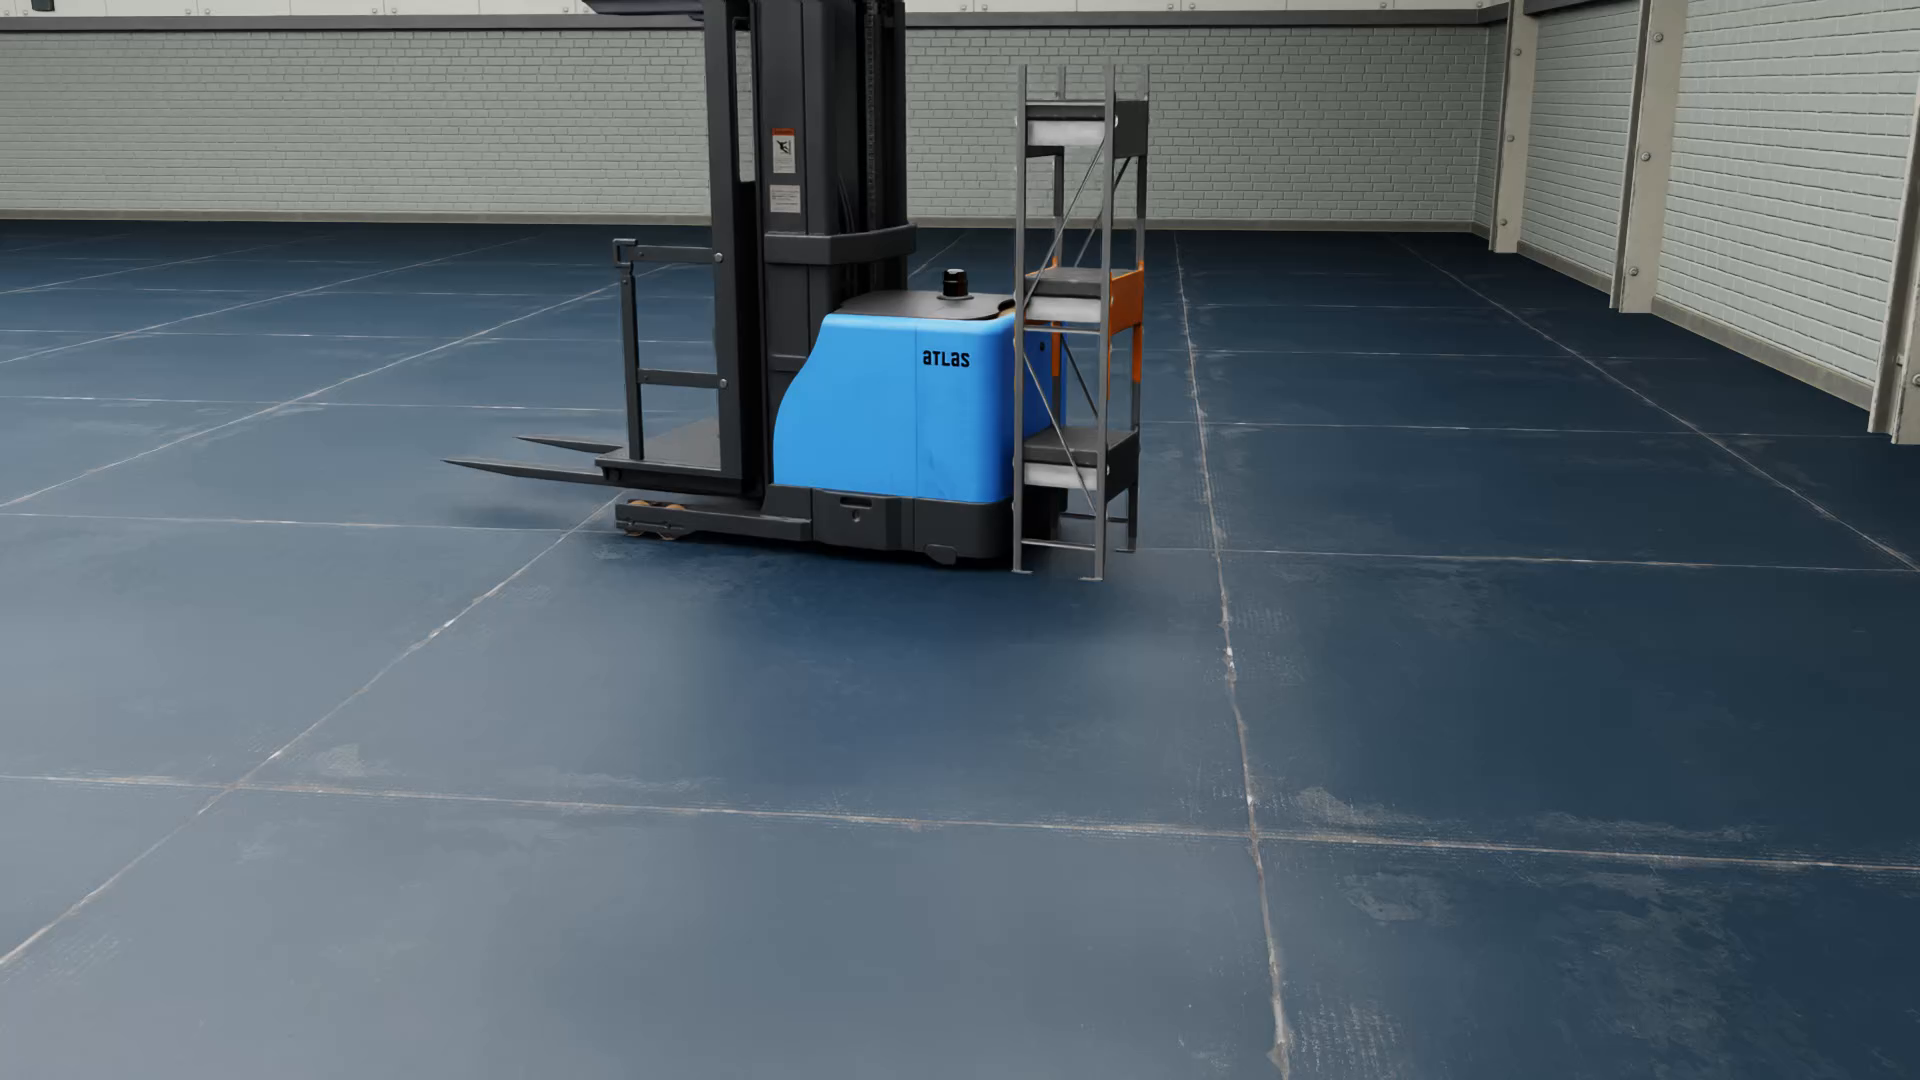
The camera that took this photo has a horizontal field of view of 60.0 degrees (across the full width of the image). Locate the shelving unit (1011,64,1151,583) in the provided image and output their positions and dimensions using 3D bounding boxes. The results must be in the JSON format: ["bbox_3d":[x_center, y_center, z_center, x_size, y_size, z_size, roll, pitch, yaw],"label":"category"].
[{"bbox_3d":[0.507,-0.914,7.018,0.431,2.100,0.503,6,16,21],"label":"shelving unit"}]

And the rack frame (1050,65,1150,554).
[{"bbox_3d":[0.598,-0.973,7.236,0.400,2.100,0.015,6,16,21],"label":"rack frame"}]

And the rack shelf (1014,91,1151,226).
[{"bbox_3d":[0.507,-1.576,6.839,0.431,0.518,0.480,6,16,21],"label":"rack shelf"}]

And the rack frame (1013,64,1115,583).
[{"bbox_3d":[0.416,-0.854,6.799,0.400,2.100,0.015,6,16,21],"label":"rack frame"}]

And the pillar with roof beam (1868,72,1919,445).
[{"bbox_3d":[1.375,-5.080,9.210,9.100,9.000,0.400,2,15,6],"label":"pillar with roof beam"}]

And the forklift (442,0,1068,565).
[{"bbox_3d":[-1.056,-1.532,7.712,3.031,2.935,1.130,6,16,21],"label":"forklift"}]

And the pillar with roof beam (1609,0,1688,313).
[{"bbox_3d":[2.052,-6.636,14.965,9.100,9.000,0.400,2,15,6],"label":"pillar with roof beam"}]

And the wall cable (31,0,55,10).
[{"bbox_3d":[-13.215,-11.077,24.871,2.305,6.003,0.169,2,15,6],"label":"wall cable"}]

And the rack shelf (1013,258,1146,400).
[{"bbox_3d":[0.507,-0.900,7.021,0.431,0.518,0.480,6,16,21],"label":"rack shelf"}]

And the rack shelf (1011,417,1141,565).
[{"bbox_3d":[0.507,-0.225,7.204,0.431,0.518,0.480,6,16,21],"label":"rack shelf"}]

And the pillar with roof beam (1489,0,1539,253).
[{"bbox_3d":[2.729,-8.192,20.720,9.100,9.000,0.400,2,15,6],"label":"pillar with roof beam"}]
